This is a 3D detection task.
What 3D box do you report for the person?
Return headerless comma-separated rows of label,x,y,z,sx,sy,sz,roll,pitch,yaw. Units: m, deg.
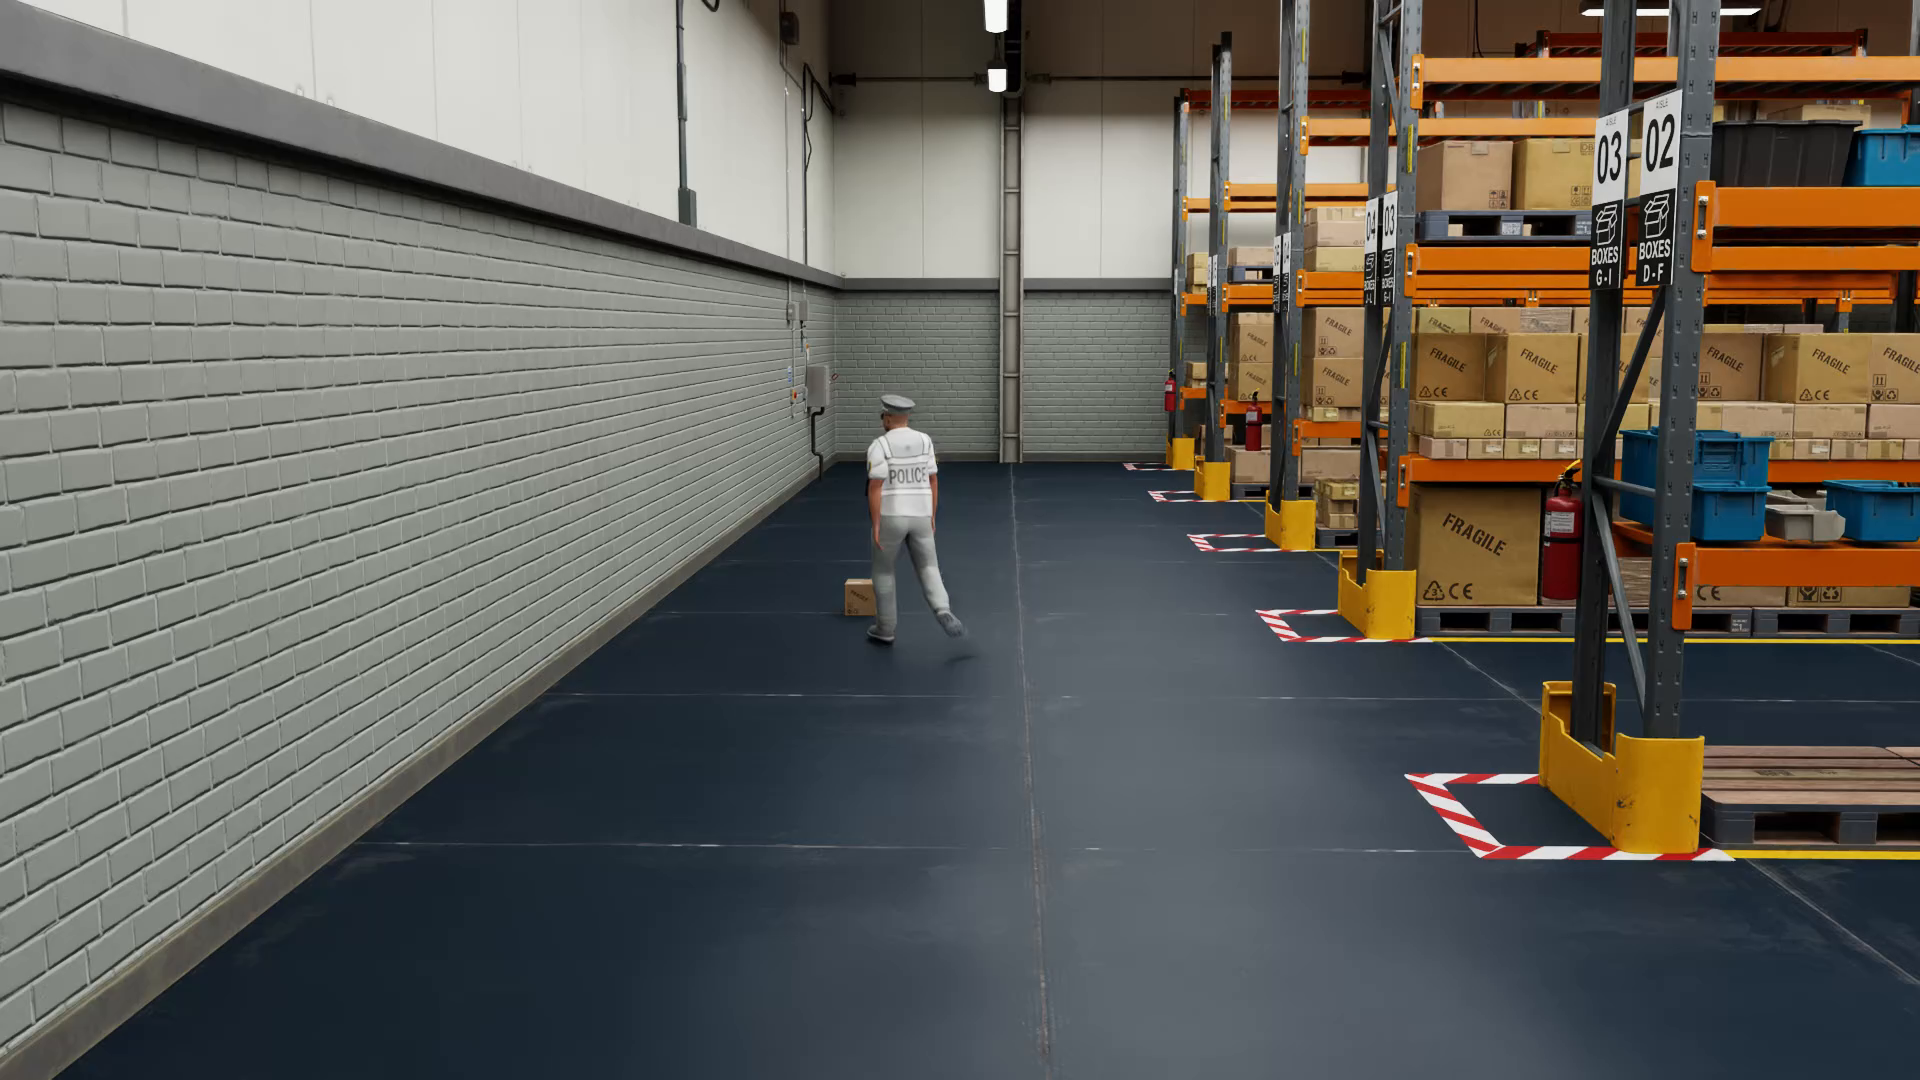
person,-0.356,-0.144,11.696,0.586,1.750,0.810,-3,8,-25
